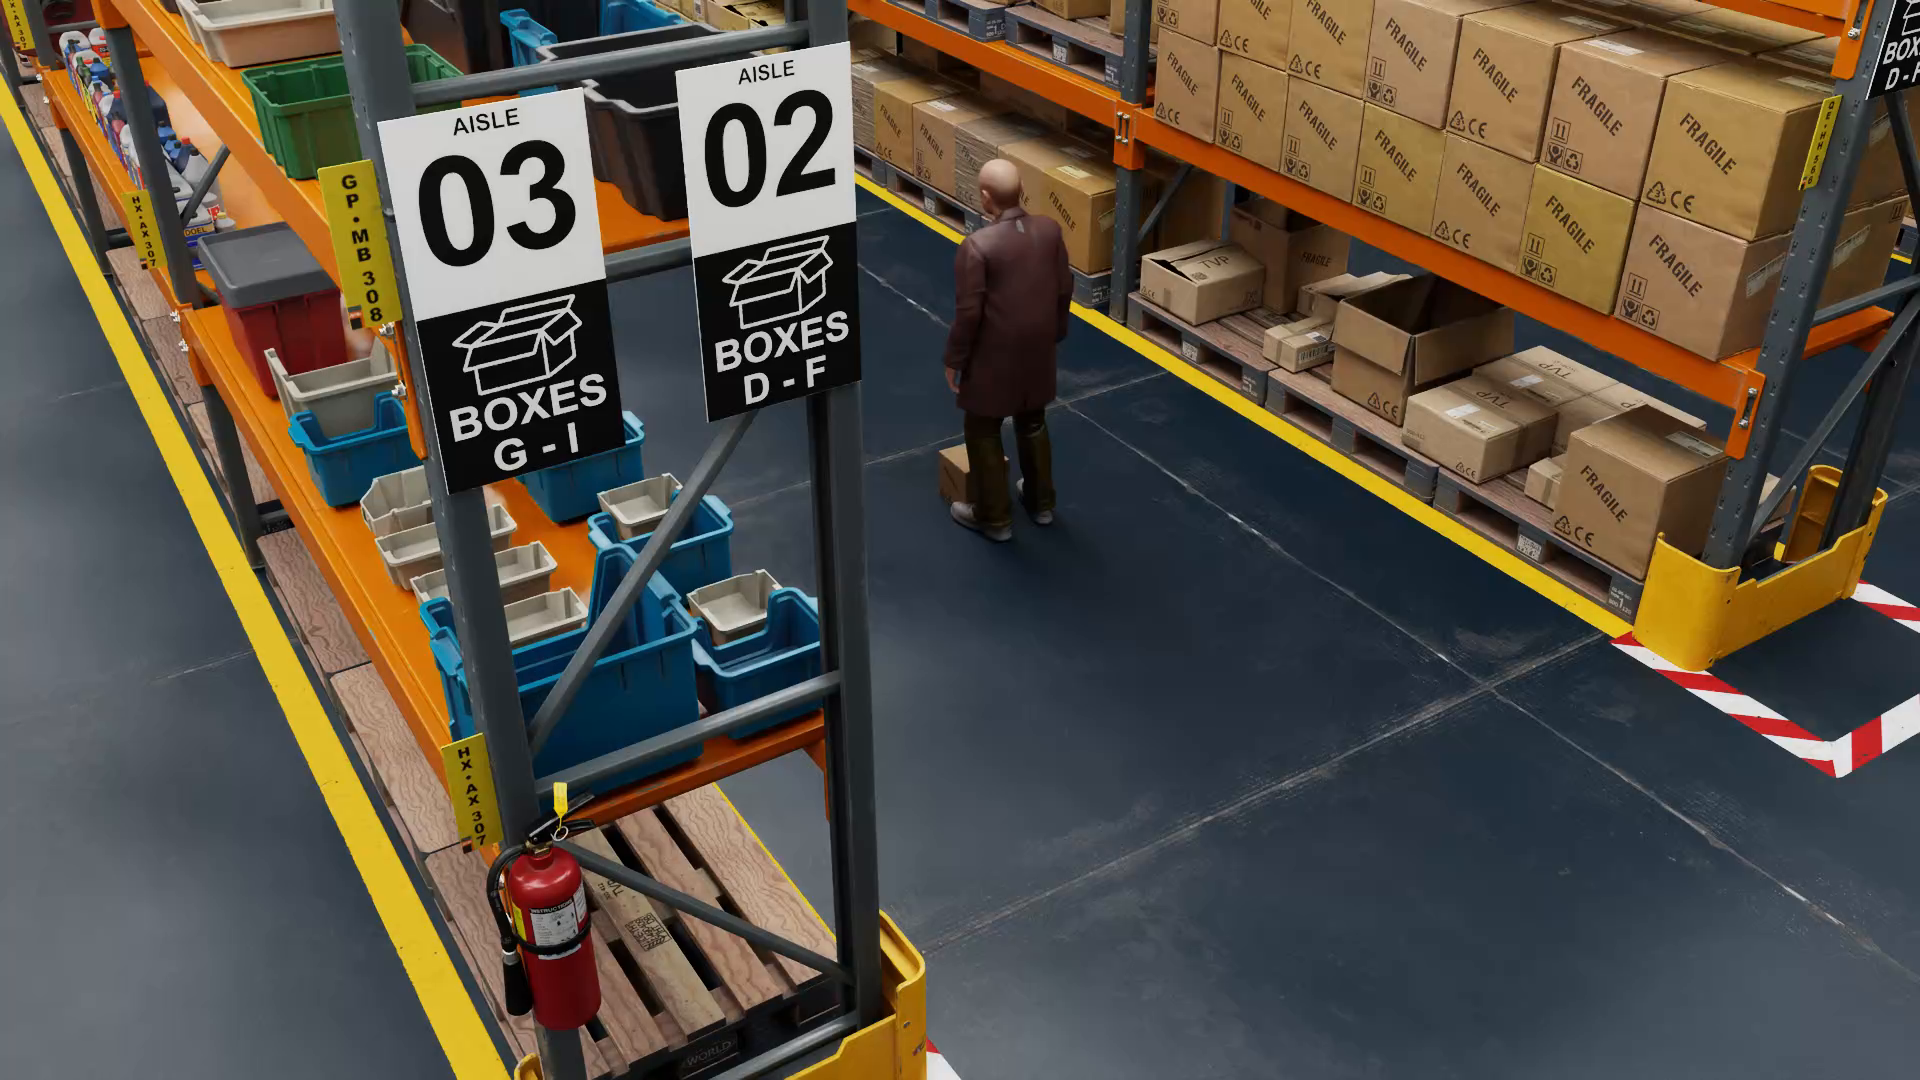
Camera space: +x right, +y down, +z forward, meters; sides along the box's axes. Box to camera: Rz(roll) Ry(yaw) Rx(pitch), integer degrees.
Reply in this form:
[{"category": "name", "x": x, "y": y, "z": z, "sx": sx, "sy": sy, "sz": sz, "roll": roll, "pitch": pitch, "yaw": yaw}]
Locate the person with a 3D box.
[{"category": "person", "x": 0.211, "y": -0.842, "z": 7.490, "sx": 0.644, "sy": 1.774, "sz": 0.424, "roll": -19, "pitch": 37, "yaw": -27}]
